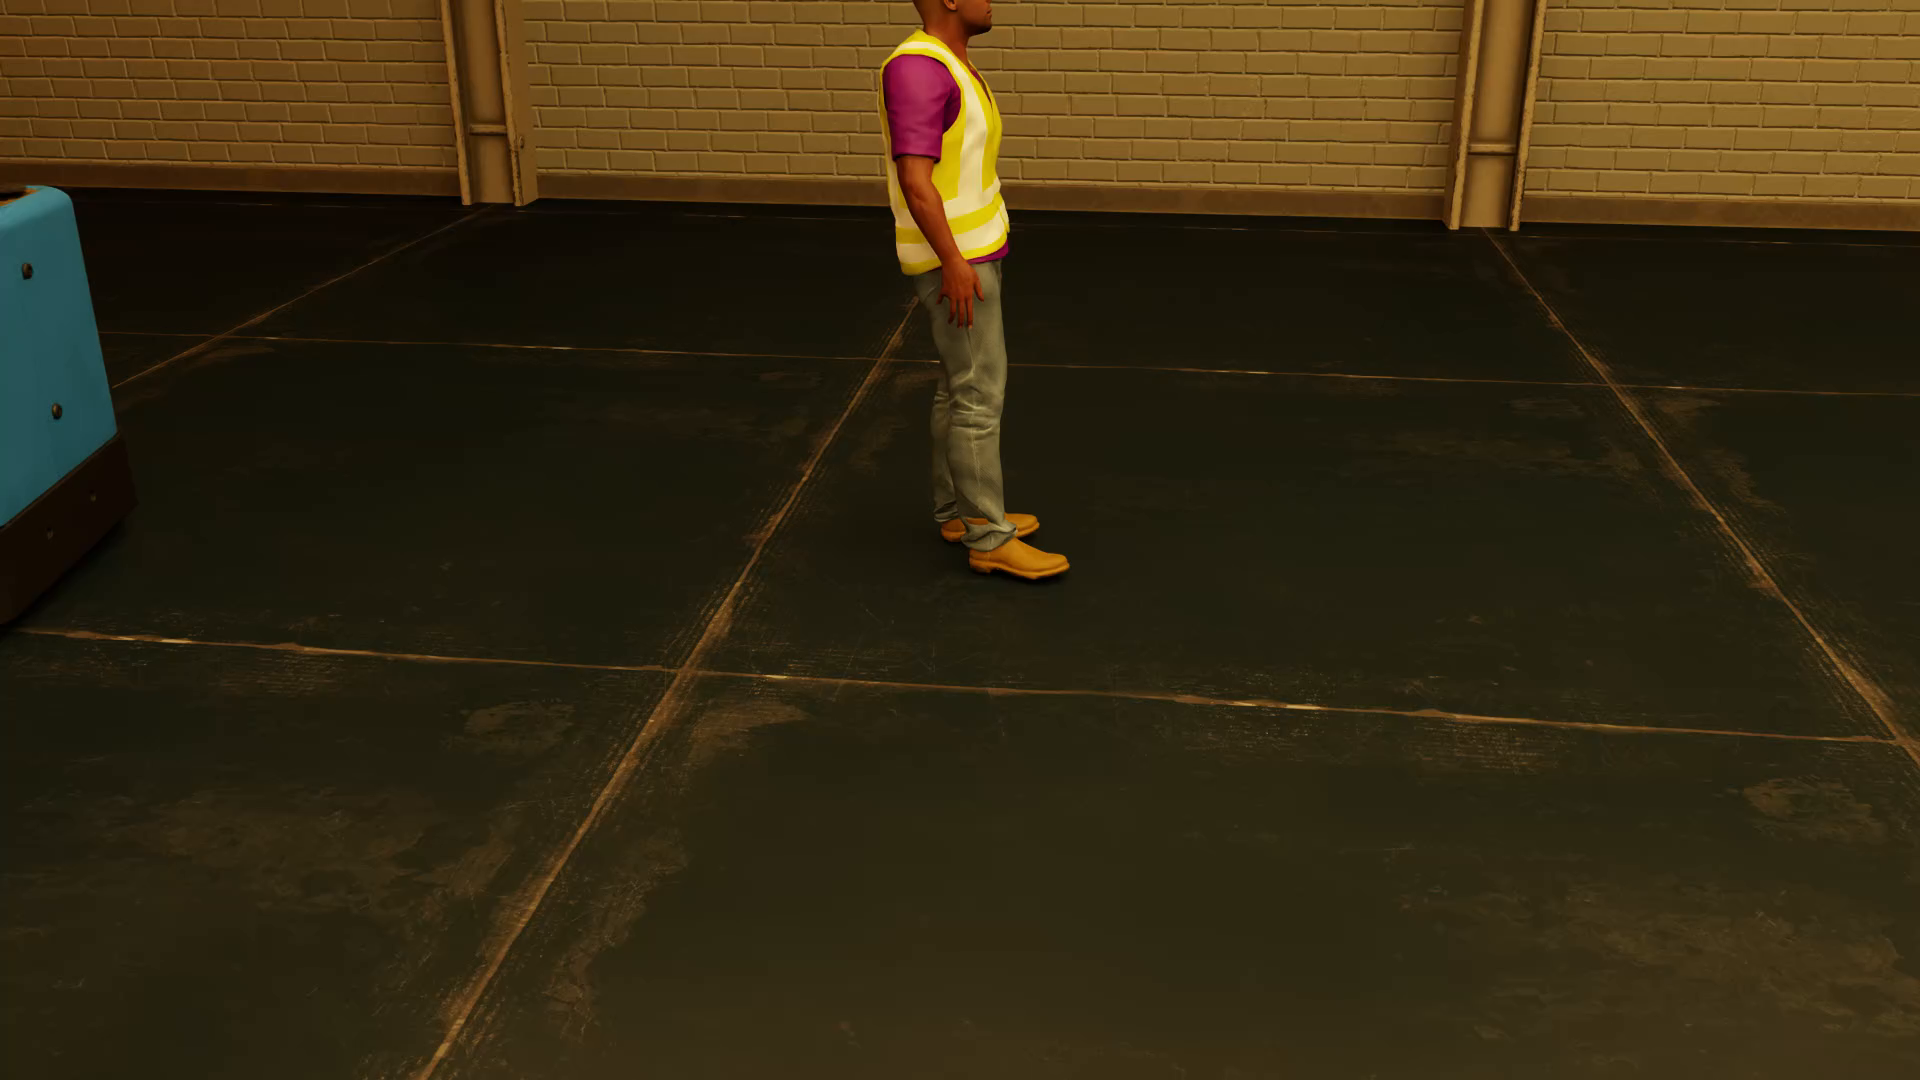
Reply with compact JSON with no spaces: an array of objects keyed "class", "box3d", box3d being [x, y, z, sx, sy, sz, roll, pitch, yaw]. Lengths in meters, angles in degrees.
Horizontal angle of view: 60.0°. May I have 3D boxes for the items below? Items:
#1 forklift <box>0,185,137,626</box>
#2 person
[{"class":"forklift","box3d":[-4.078,-1.196,4.225,3.031,2.935,1.130,-2,22,-4]},{"class":"person","box3d":[0.069,-0.820,4.831,0.575,1.768,0.665,3,22,7]}]
